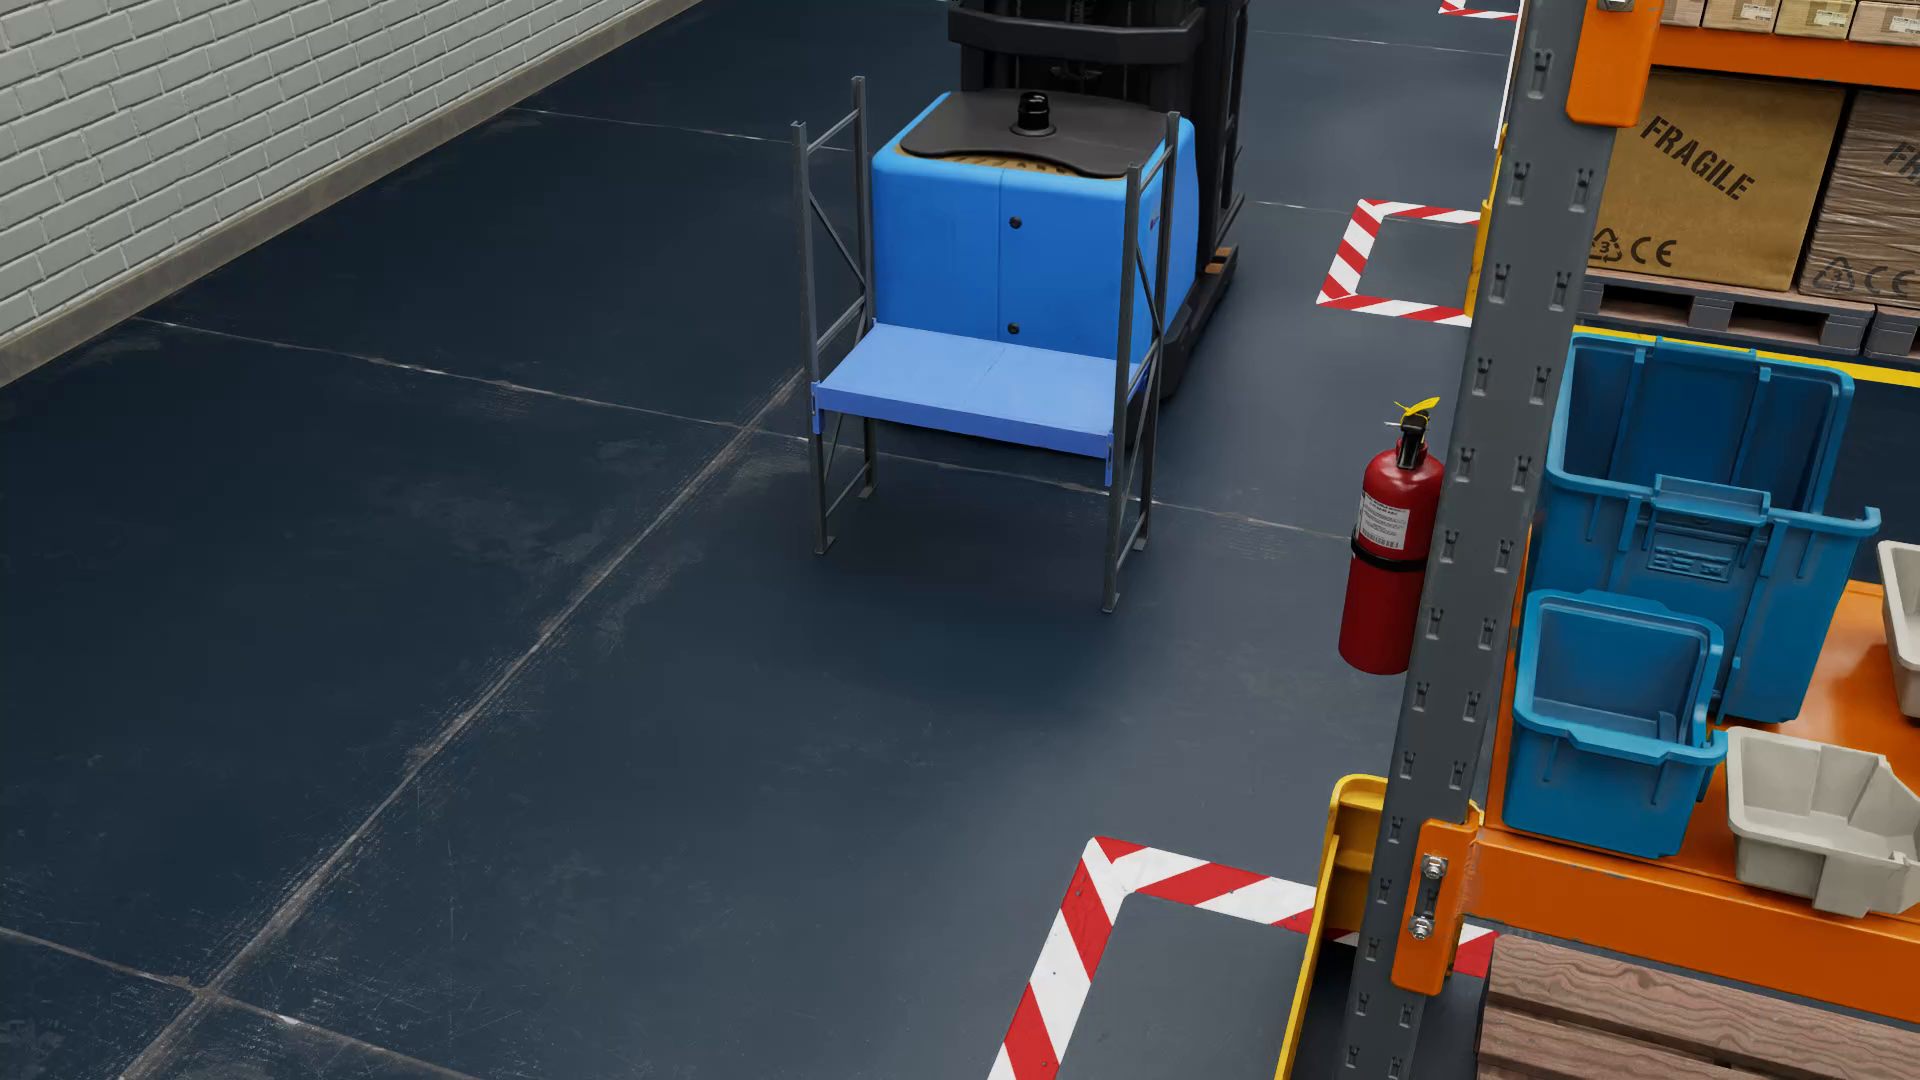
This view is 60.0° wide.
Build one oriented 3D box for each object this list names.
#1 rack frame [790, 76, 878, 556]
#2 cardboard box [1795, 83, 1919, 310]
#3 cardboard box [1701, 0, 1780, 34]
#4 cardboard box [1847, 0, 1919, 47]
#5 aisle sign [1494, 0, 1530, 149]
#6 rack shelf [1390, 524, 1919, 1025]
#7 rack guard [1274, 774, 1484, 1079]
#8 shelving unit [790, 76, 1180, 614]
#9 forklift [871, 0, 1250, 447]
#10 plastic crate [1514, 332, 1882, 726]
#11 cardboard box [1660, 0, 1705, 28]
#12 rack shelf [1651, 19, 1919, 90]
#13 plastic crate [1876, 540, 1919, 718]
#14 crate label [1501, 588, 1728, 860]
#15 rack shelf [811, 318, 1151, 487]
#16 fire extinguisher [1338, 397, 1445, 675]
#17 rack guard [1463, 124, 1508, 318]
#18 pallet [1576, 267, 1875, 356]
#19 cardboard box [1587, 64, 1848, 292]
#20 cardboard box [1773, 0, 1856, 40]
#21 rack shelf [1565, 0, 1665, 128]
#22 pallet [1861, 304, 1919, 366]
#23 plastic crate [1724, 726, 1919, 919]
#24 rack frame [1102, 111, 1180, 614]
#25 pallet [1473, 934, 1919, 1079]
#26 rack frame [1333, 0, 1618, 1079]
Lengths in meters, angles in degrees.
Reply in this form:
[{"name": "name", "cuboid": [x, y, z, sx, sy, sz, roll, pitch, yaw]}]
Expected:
[{"name": "rack frame", "cuboid": [-0.398, -0.708, 5.463, 0.032, 1.500, 0.500, 11, 34, 16]}, {"name": "cardboard box", "cuboid": [4.058, -1.535, 6.933, 0.875, 0.875, 0.875, 11, 34, 16]}, {"name": "cardboard box", "cuboid": [3.037, -2.108, 6.482, 0.250, 0.149, 0.380, 11, 34, 16]}, {"name": "cardboard box", "cuboid": [3.524, -2.015, 6.336, 0.250, 0.149, 0.380, 10, 34, 16]}, {"name": "aisle sign", "cuboid": [0.733, -0.918, 2.010, 0.004, 0.787, 0.394, 11, 34, 16]}, {"name": "rack shelf", "cuboid": [2.783, 0.704, 2.558, 4.000, 0.370, 1.077, 11, 34, 16]}, {"name": "rack guard", "cuboid": [0.874, 1.088, 3.604, 0.348, 0.500, 1.175, 11, 34, 16]}, {"name": "shelving unit", "cuboid": [0.080, -0.614, 5.319, 1.048, 1.500, 0.538, 11, 34, 16]}, {"name": "forklift", "cuboid": [0.626, -2.360, 6.703, 1.130, 2.935, 3.031, 11, 34, 16]}, {"name": "plastic crate", "cuboid": [1.279, -0.039, 2.957, 0.499, 0.435, 0.616, 11, 34, 16]}, {"name": "cardboard box", "cuboid": [2.795, -2.155, 6.553, 0.250, 0.149, 0.380, 11, 35, 17]}, {"name": "rack shelf", "cuboid": [4.454, -1.825, 6.475, 4.000, 0.370, 1.077, 11, 34, 16]}, {"name": "plastic crate", "cuboid": [1.729, 0.178, 2.897, 0.243, 0.136, 0.396, 11, 34, 16]}, {"name": "crate label", "cuboid": [1.022, 0.294, 2.628, 0.303, 0.233, 0.416, 11, 34, 16]}, {"name": "rack shelf", "cuboid": [0.080, -0.463, 5.417, 1.000, 0.185, 0.538, 11, 34, 16]}, {"name": "fire extinguisher", "cuboid": [0.912, -0.035, 3.454, 0.183, 0.674, 0.296, 11, 34, 16]}, {"name": "rack guard", "cuboid": [2.549, -1.448, 7.532, 0.348, 0.500, 1.175, 11, 34, 16]}, {"name": "pallet", "cuboid": [3.351, -1.216, 7.438, 1.213, 0.211, 1.003, 11, 34, 16]}, {"name": "cardboard box", "cuboid": [3.201, -1.701, 7.191, 0.875, 0.875, 0.875, 11, 34, 16]}, {"name": "cardboard box", "cuboid": [3.278, -2.062, 6.409, 0.250, 0.149, 0.380, 10, 34, 15]}, {"name": "rack shelf", "cuboid": [2.783, -0.556, 1.744, 4.000, 0.370, 1.077, 11, 34, 16]}, {"name": "pallet", "cuboid": [4.495, -0.992, 7.091, 1.213, 0.211, 1.003, 11, 34, 16]}, {"name": "plastic crate", "cuboid": [1.296, 0.435, 2.498, 0.298, 0.136, 0.250, 11, 34, 16]}, {"name": "rack frame", "cuboid": [0.559, -0.521, 5.175, 0.032, 1.500, 0.500, 11, 34, 16]}, {"name": "pallet", "cuboid": [1.664, 1.378, 3.422, 1.213, 0.211, 1.003, 11, 34, 16]}, {"name": "rack frame", "cuboid": [0.901, 0.035, 2.930, 0.127, 3.000, 1.000, 11, 34, 16]}]
